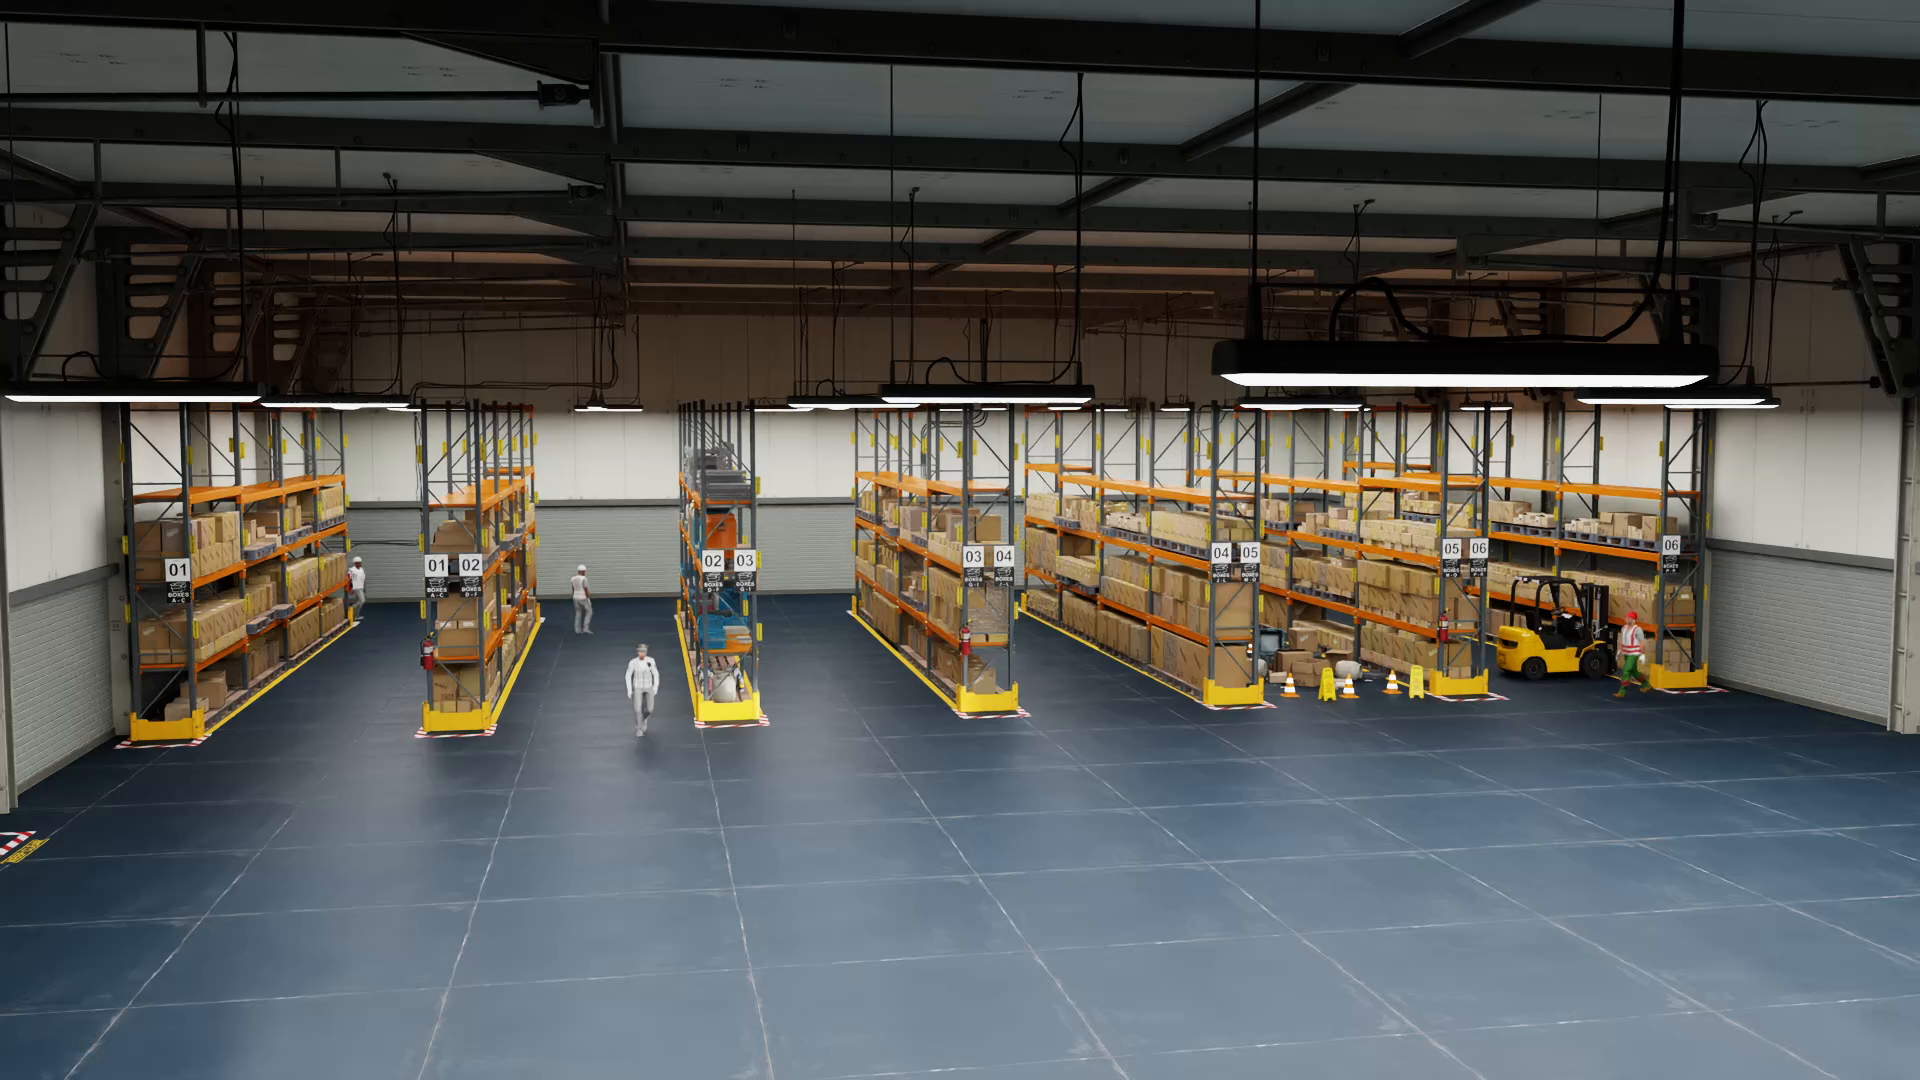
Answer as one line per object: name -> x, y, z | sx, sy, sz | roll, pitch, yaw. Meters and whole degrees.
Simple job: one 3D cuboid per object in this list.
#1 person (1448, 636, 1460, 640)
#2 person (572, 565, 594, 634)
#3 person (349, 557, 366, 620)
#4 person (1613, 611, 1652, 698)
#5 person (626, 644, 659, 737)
person -> 11.374, 2.009, 38.271 | 0.519, 1.707, 0.352 | -3, 5, -35
person -> -9.880, 1.565, 43.430 | 0.659, 1.814, 0.382 | 3, 5, 36
person -> -16.737, 1.345, 46.249 | 0.449, 1.755, 0.583 | 0, 4, 0
person -> 13.610, 2.307, 33.650 | 1.034, 1.754, 0.587 | -1, 5, -18
person -> -5.698, 2.660, 29.795 | 0.583, 1.659, 0.549 | -1, 4, -15
